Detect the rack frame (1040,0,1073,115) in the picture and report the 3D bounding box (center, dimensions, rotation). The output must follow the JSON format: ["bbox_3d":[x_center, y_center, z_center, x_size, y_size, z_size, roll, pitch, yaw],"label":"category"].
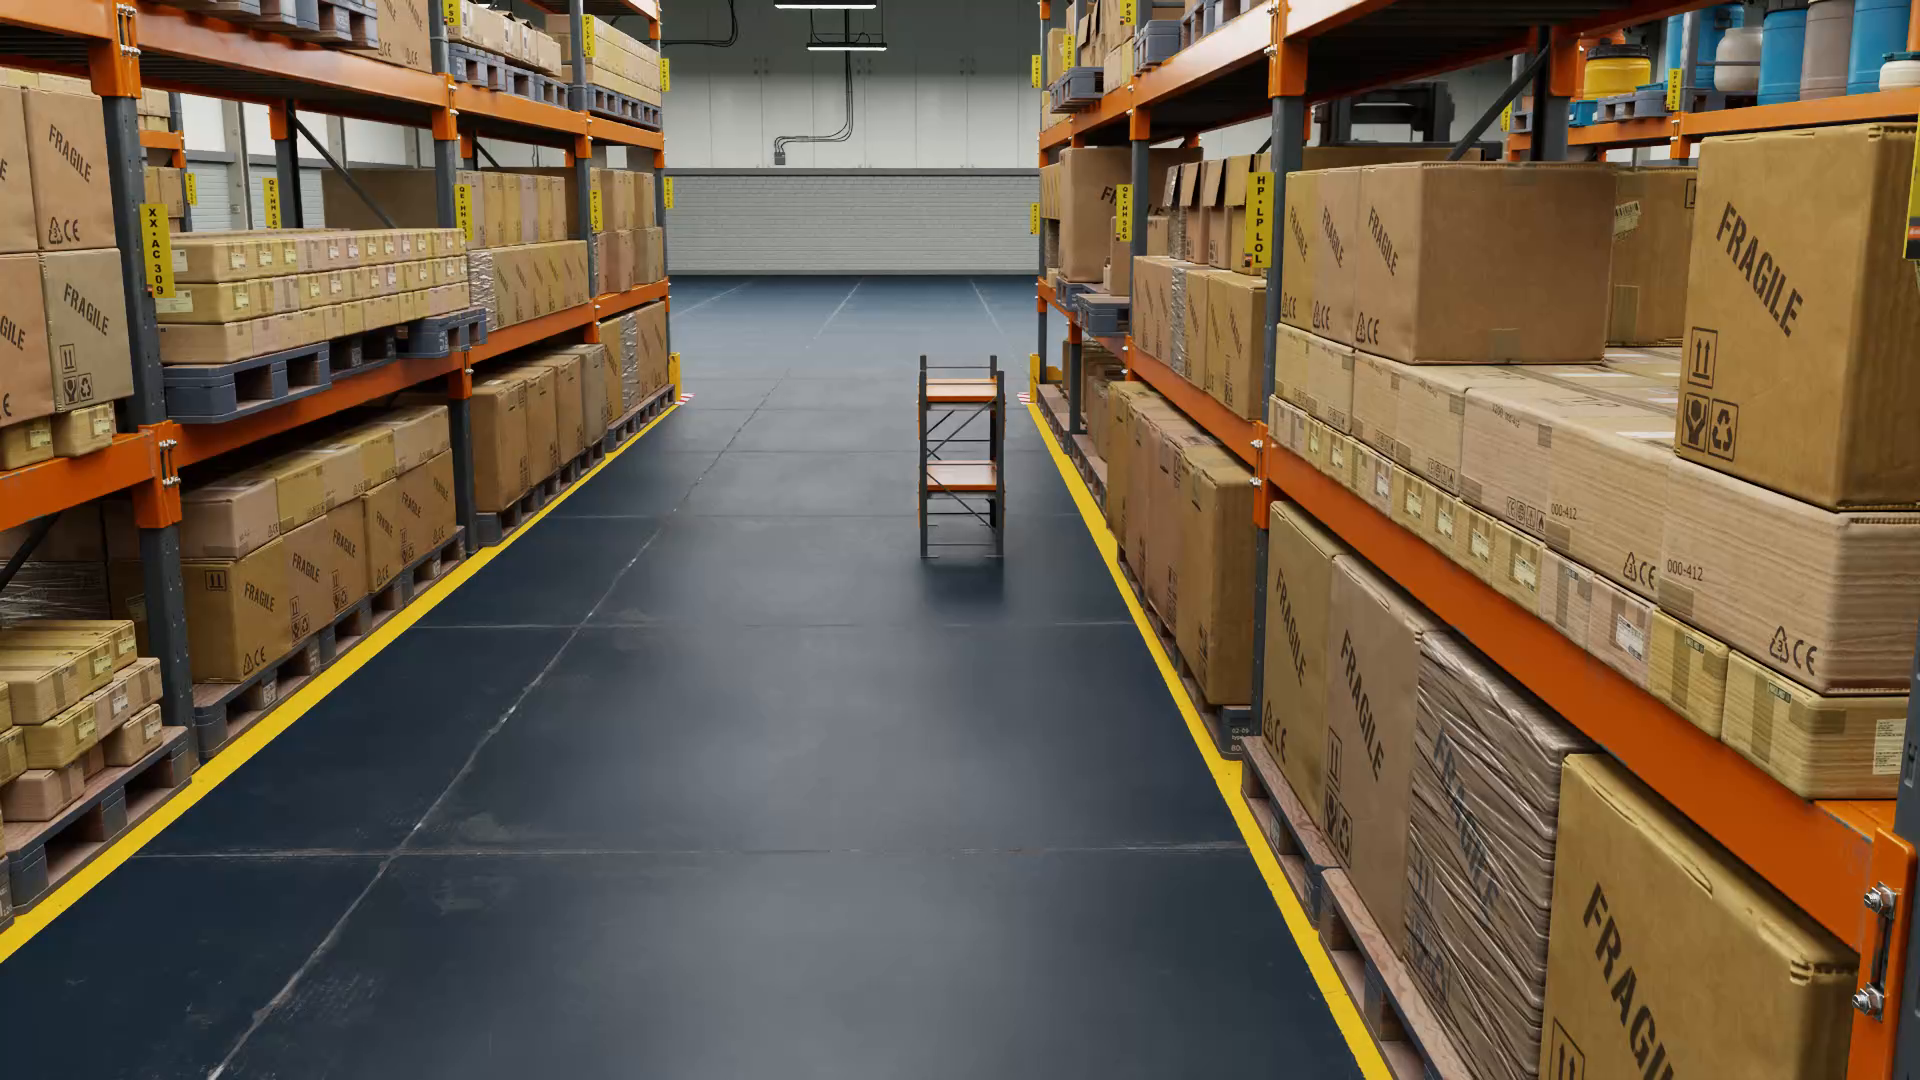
[{"bbox_3d":[1.341,-5.916,17.086,1.000,3.000,0.127,0,11,-1],"label":"rack frame"}]

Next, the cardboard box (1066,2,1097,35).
[{"bbox_3d":[1.159,-4.179,13.812,0.500,0.500,0.500,-1,11,-3],"label":"cardboard box"}]

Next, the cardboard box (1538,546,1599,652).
[{"bbox_3d":[1.320,0.107,3.119,0.380,0.149,0.250,0,11,0],"label":"cardboard box"}]

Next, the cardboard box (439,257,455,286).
[{"bbox_3d":[-2.982,-1.464,9.060,0.380,0.149,0.250,0,11,1],"label":"cardboard box"}]

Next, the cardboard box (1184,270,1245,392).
[{"bbox_3d":[1.285,-0.933,7.364,0.500,0.500,0.500,0,11,-2],"label":"cardboard box"}]

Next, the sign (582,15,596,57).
[{"bbox_3d":[-2.995,-4.062,13.402,0.100,0.325,0.005,0,11,-1],"label":"sign"}]

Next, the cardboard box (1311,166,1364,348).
[{"bbox_3d":[1.346,-0.836,4.879,0.500,0.500,0.500,0,11,-1],"label":"cardboard box"}]

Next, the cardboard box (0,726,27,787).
[{"bbox_3d":[-3.099,0.674,5.059,0.380,0.149,0.250,0,11,-1],"label":"cardboard box"}]

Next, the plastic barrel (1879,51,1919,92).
[{"bbox_3d":[6.198,-3.060,10.901,0.301,0.262,0.301,0,11,0],"label":"plastic barrel"}]

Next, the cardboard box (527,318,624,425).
[{"bbox_3d":[-3.480,-1.470,14.549,0.875,0.875,0.875,0,11,0],"label":"cardboard box"}]

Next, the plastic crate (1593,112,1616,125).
[{"bbox_3d":[5.938,-3.859,15.156,0.243,0.136,0.396,0,11,-1],"label":"plastic crate"}]

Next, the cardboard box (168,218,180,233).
[{"bbox_3d":[-8.280,-3.023,16.916,0.500,0.500,0.500,0,11,-2],"label":"cardboard box"}]

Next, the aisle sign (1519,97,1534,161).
[{"bbox_3d":[5.998,-4.283,17.589,0.394,0.787,0.004,0,11,-1],"label":"aisle sign"}]

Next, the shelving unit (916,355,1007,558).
[{"bbox_3d":[0.000,-0.550,10.441,0.538,1.125,1.048,0,11,-1],"label":"shelving unit"}]

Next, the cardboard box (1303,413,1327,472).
[{"bbox_3d":[1.274,-0.303,5.138,0.380,0.149,0.250,0,11,1],"label":"cardboard box"}]

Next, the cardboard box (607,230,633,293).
[{"bbox_3d":[-3.485,-2.544,15.178,0.875,0.550,0.550,0,11,-1],"label":"cardboard box"}]

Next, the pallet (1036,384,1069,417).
[{"bbox_3d":[1.324,-1.432,17.089,1.003,0.211,1.213,0,11,-1],"label":"pallet"}]

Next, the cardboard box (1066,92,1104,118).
[{"bbox_3d":[1.153,-3.667,13.922,0.500,0.250,0.500,0,11,1],"label":"cardboard box"}]

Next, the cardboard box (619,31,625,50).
[{"bbox_3d":[-3.233,-4.500,14.968,0.380,0.149,0.250,0,11,-1],"label":"cardboard box"}]

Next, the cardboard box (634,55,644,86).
[{"bbox_3d":[-3.312,-4.477,15.861,0.500,0.250,0.500,0,11,-1],"label":"cardboard box"}]

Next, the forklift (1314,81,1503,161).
[{"bbox_3d":[3.028,-1.698,11.558,1.130,2.935,3.031,0,11,-1],"label":"forklift"}]

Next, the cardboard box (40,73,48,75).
[{"bbox_3d":[-8.230,-4.147,14.539,0.380,0.149,0.250,-1,11,-3],"label":"cardboard box"}]

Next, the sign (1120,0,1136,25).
[{"bbox_3d":[0.964,-3.107,9.486,0.100,0.325,0.005,0,11,-1],"label":"sign"}]

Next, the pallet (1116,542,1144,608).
[{"bbox_3d":[1.447,0.138,9.347,1.003,0.211,1.213,0,11,-1],"label":"pallet"}]

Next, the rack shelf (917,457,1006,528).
[{"bbox_3d":[0.000,-0.310,10.489,0.538,0.278,1.000,0,11,-1],"label":"rack shelf"}]

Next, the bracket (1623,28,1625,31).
[{"bbox_3d":[16.218,-12.457,40.276,0.235,0.232,0.430,0,11,-1],"label":"bracket"}]

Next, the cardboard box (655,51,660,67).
[{"bbox_3d":[-3.274,-4.902,16.954,0.380,0.149,0.250,0,11,-1],"label":"cardboard box"}]

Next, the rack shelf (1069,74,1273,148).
[{"bbox_3d":[1.465,-2.901,11.577,1.077,0.370,4.000,0,11,-1],"label":"rack shelf"}]

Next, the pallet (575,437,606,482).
[{"bbox_3d":[-3.446,-0.661,13.285,1.003,0.211,1.213,0,11,-1],"label":"pallet"}]

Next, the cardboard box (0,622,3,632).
[{"bbox_3d":[-3.572,0.379,5.764,0.380,0.149,0.250,0,11,1],"label":"cardboard box"}]

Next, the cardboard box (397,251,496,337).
[{"bbox_3d":[-3.194,-1.525,10.278,0.500,0.500,0.500,0,11,-1],"label":"cardboard box"}]

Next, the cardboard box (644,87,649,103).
[{"bbox_3d":[-3.259,-4.361,16.291,0.380,0.149,0.250,0,11,-1],"label":"cardboard box"}]

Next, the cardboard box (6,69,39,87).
[{"bbox_3d":[-8.240,-3.873,14.192,0.500,0.250,0.500,0,11,-2],"label":"cardboard box"}]

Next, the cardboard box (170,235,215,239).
[{"bbox_3d":[-3.602,-1.302,7.514,0.380,0.149,0.250,-1,11,-4],"label":"cardboard box"}]

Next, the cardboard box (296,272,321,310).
[{"bbox_3d":[-2.939,-1.053,7.034,0.380,0.149,0.250,-1,11,-4],"label":"cardboard box"}]

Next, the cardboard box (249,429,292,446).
[{"bbox_3d":[-3.675,-0.396,8.312,0.500,0.250,0.500,0,11,-1],"label":"cardboard box"}]

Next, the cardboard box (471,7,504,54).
[{"bbox_3d":[-3.260,-3.281,10.712,0.500,0.250,0.500,0,11,0],"label":"cardboard box"}]

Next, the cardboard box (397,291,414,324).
[{"bbox_3d":[-2.967,-1.168,8.349,0.380,0.149,0.250,-1,11,-4],"label":"cardboard box"}]

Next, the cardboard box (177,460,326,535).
[{"bbox_3d":[-3.137,-0.192,7.307,0.500,0.250,0.500,0,11,0],"label":"cardboard box"}]

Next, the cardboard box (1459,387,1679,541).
[{"bbox_3d":[1.375,-0.165,3.456,0.500,0.250,0.500,-1,11,-3],"label":"cardboard box"}]

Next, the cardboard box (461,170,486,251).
[{"bbox_3d":[-3.466,-2.114,10.669,0.700,0.500,0.500,0,11,-2],"label":"cardboard box"}]

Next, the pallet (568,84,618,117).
[{"bbox_3d":[-3.544,-3.770,14.274,1.003,0.211,1.213,0,11,-1],"label":"pallet"}]

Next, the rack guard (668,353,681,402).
[{"bbox_3d":[-3.621,-1.755,17.953,1.175,0.500,0.348,0,11,-1],"label":"rack guard"}]

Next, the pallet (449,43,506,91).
[{"bbox_3d":[-3.521,-2.890,10.193,1.213,0.211,1.003,0,11,1],"label":"pallet"}]

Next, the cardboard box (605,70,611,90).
[{"bbox_3d":[-3.216,-3.957,14.299,0.380,0.149,0.250,0,11,-1],"label":"cardboard box"}]

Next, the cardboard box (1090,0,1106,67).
[{"bbox_3d":[1.355,-3.626,12.027,0.797,0.503,0.637,0,11,1],"label":"cardboard box"}]

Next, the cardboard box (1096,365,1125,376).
[{"bbox_3d":[1.455,-1.241,14.363,0.500,0.500,0.500,-1,11,-3],"label":"cardboard box"}]

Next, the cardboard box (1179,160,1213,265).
[{"bbox_3d":[1.516,-1.651,8.379,0.797,0.503,0.637,0,11,0],"label":"cardboard box"}]

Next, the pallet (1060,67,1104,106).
[{"bbox_3d":[1.354,-3.229,11.861,1.213,0.211,1.003,0,11,-1],"label":"pallet"}]

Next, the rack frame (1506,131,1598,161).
[{"bbox_3d":[6.293,-2.996,17.783,1.000,3.000,0.127,0,11,-1],"label":"rack frame"}]

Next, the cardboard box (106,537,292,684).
[{"bbox_3d":[-3.122,0.281,6.860,0.500,0.500,0.500,0,11,1],"label":"cardboard box"}]

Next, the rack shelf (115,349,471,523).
[{"bbox_3d":[-3.413,-0.635,7.955,1.077,0.370,4.000,0,11,-1],"label":"rack shelf"}]

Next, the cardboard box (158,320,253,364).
[{"bbox_3d":[-2.920,-0.753,6.302,0.380,0.149,0.250,-1,11,-4],"label":"cardboard box"}]

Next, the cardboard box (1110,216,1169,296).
[{"bbox_3d":[1.344,-1.858,10.866,0.700,0.500,0.500,1,12,7],"label":"cardboard box"}]

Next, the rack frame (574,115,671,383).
[{"bbox_3d":[-3.620,-2.975,17.681,1.000,3.000,0.127,0,11,-1],"label":"rack frame"}]

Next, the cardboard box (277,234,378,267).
[{"bbox_3d":[-2.957,-1.355,7.774,0.380,0.149,0.250,0,11,1],"label":"cardboard box"}]
